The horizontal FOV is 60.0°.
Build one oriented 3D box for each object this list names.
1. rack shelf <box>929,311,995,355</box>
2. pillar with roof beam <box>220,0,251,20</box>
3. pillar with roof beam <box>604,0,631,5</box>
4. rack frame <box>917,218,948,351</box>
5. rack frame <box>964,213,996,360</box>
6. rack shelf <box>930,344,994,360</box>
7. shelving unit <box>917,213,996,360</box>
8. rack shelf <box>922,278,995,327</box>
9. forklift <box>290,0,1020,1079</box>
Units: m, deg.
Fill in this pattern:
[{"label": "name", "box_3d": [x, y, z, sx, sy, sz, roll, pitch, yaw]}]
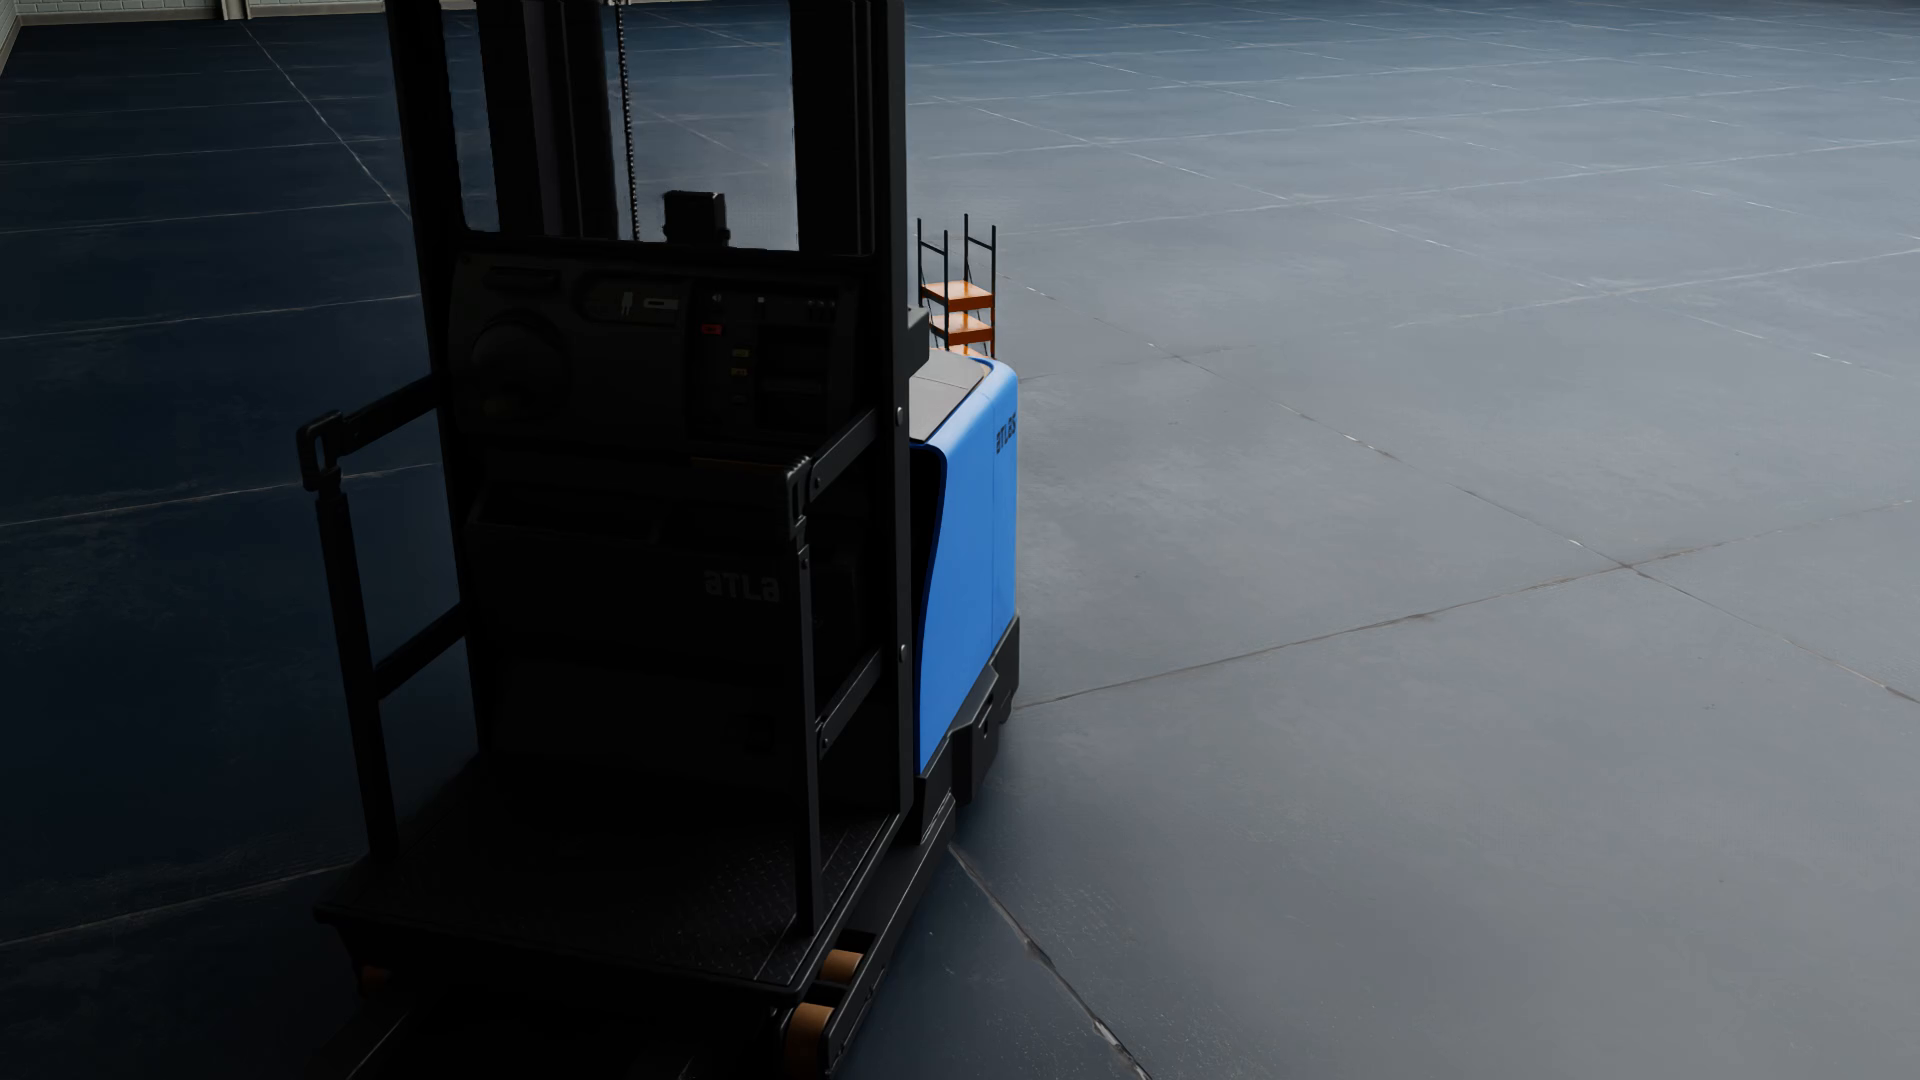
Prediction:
[{"label": "rack shelf", "box_3d": [-0.013, -0.733, 5.940, 0.180, 0.103, 0.258, -10, 25, -24]}, {"label": "pillar with roof beam", "box_3d": [-9.344, -10.760, 20.478, 0.400, 9.000, 9.100, -10, 25, -24]}, {"label": "pillar with roof beam", "box_3d": [-3.938, -11.755, 22.882, 0.400, 9.000, 9.100, -10, 25, -24]}, {"label": "rack frame", "box_3d": [-0.095, -0.537, 5.978, 0.006, 1.200, 0.240, -10, 25, -24]}, {"label": "rack frame", "box_3d": [0.069, -0.567, 6.051, 0.006, 1.200, 0.240, -10, 25, -24]}, {"label": "rack shelf", "box_3d": [-0.013, -0.622, 5.986, 0.180, 0.103, 0.258, -10, 25, -24]}, {"label": "shelving unit", "box_3d": [-0.013, -0.552, 6.015, 0.189, 1.200, 0.258, -10, 25, -24]}, {"label": "rack shelf", "box_3d": [-0.013, -0.844, 5.894, 0.180, 0.103, 0.258, -10, 25, -24]}, {"label": "forklift", "box_3d": [-0.711, -0.379, 3.333, 1.130, 2.935, 3.031, 6, 23, 14]}]
